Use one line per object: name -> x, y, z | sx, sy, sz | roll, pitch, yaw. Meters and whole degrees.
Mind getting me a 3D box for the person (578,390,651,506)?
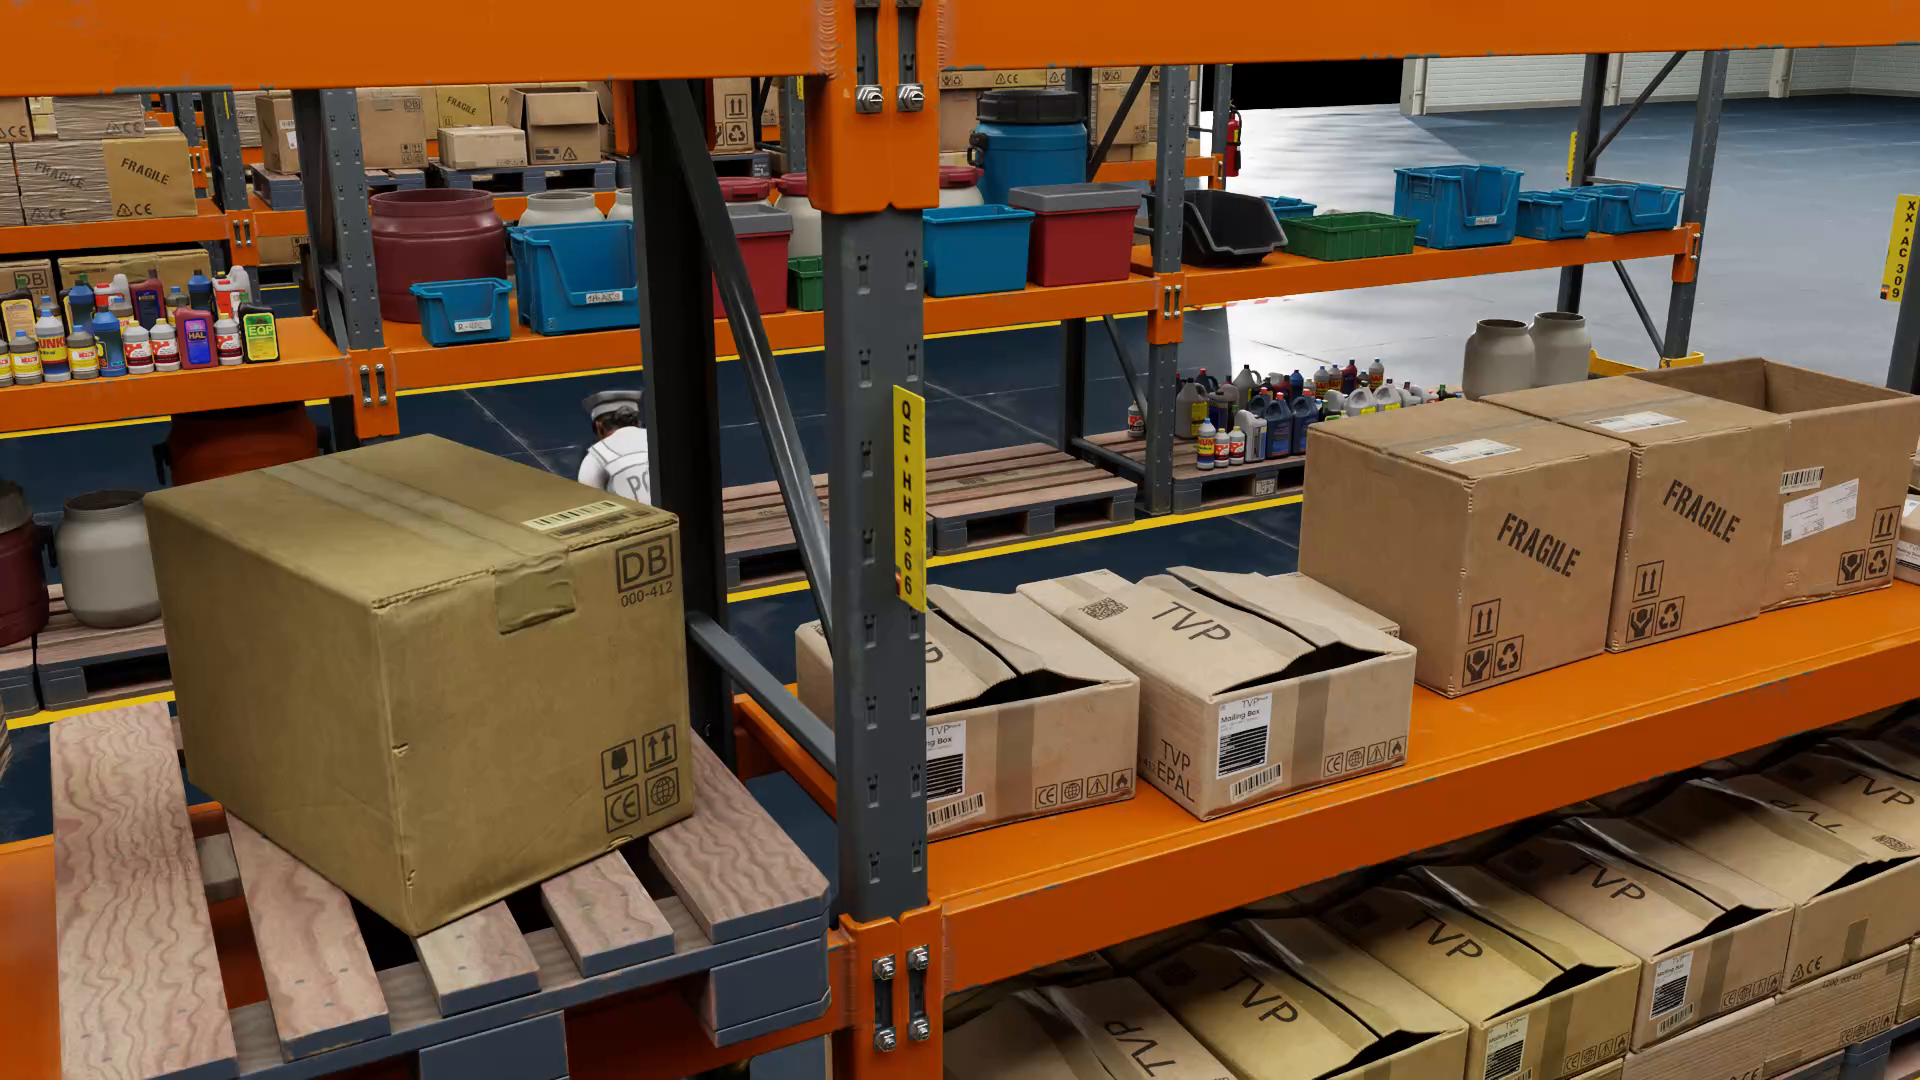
person -> -1.226, 0.075, 6.459 | 0.495, 1.274, 0.769 | -10, 21, -27
